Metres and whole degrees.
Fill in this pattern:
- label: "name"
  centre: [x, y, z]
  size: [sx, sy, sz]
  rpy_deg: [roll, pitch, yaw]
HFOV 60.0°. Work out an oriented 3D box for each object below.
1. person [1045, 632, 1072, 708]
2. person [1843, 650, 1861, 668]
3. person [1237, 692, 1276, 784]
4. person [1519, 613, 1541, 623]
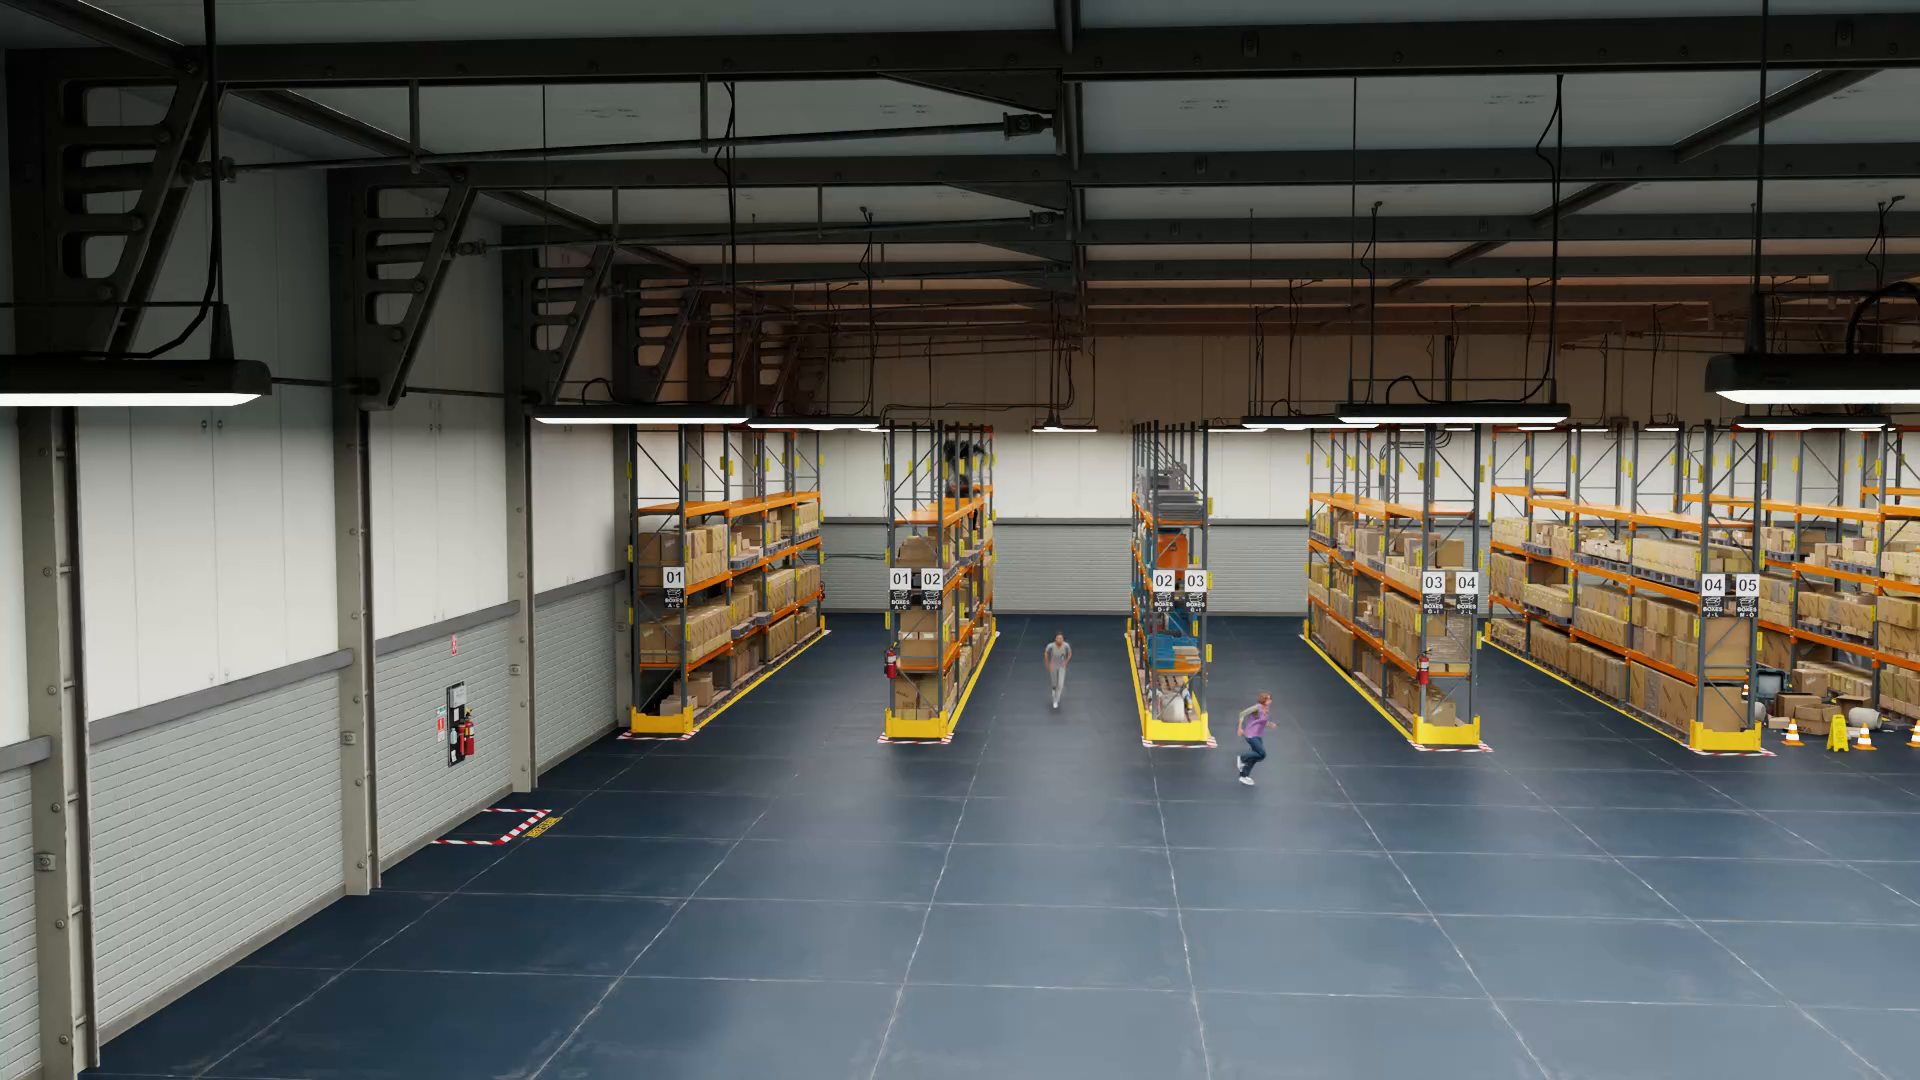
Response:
- label: "person"
  centre: [2.068, 2.721, 35.175]
  size: [0.560, 1.610, 0.790]
  rpy_deg: [0, 4, -6]
- label: "person"
  centre: [21.470, 2.368, 39.943]
  size: [0.649, 1.664, 0.546]
  rpy_deg: [0, 4, 6]
- label: "person"
  centre: [4.869, 3.246, 27.263]
  size: [0.653, 1.528, 0.526]
  rpy_deg: [3, 4, 35]
- label: "person"
  centre: [16.139, 1.868, 47.086]
  size: [0.725, 1.814, 0.702]
  rpy_deg: [-3, 5, -42]
